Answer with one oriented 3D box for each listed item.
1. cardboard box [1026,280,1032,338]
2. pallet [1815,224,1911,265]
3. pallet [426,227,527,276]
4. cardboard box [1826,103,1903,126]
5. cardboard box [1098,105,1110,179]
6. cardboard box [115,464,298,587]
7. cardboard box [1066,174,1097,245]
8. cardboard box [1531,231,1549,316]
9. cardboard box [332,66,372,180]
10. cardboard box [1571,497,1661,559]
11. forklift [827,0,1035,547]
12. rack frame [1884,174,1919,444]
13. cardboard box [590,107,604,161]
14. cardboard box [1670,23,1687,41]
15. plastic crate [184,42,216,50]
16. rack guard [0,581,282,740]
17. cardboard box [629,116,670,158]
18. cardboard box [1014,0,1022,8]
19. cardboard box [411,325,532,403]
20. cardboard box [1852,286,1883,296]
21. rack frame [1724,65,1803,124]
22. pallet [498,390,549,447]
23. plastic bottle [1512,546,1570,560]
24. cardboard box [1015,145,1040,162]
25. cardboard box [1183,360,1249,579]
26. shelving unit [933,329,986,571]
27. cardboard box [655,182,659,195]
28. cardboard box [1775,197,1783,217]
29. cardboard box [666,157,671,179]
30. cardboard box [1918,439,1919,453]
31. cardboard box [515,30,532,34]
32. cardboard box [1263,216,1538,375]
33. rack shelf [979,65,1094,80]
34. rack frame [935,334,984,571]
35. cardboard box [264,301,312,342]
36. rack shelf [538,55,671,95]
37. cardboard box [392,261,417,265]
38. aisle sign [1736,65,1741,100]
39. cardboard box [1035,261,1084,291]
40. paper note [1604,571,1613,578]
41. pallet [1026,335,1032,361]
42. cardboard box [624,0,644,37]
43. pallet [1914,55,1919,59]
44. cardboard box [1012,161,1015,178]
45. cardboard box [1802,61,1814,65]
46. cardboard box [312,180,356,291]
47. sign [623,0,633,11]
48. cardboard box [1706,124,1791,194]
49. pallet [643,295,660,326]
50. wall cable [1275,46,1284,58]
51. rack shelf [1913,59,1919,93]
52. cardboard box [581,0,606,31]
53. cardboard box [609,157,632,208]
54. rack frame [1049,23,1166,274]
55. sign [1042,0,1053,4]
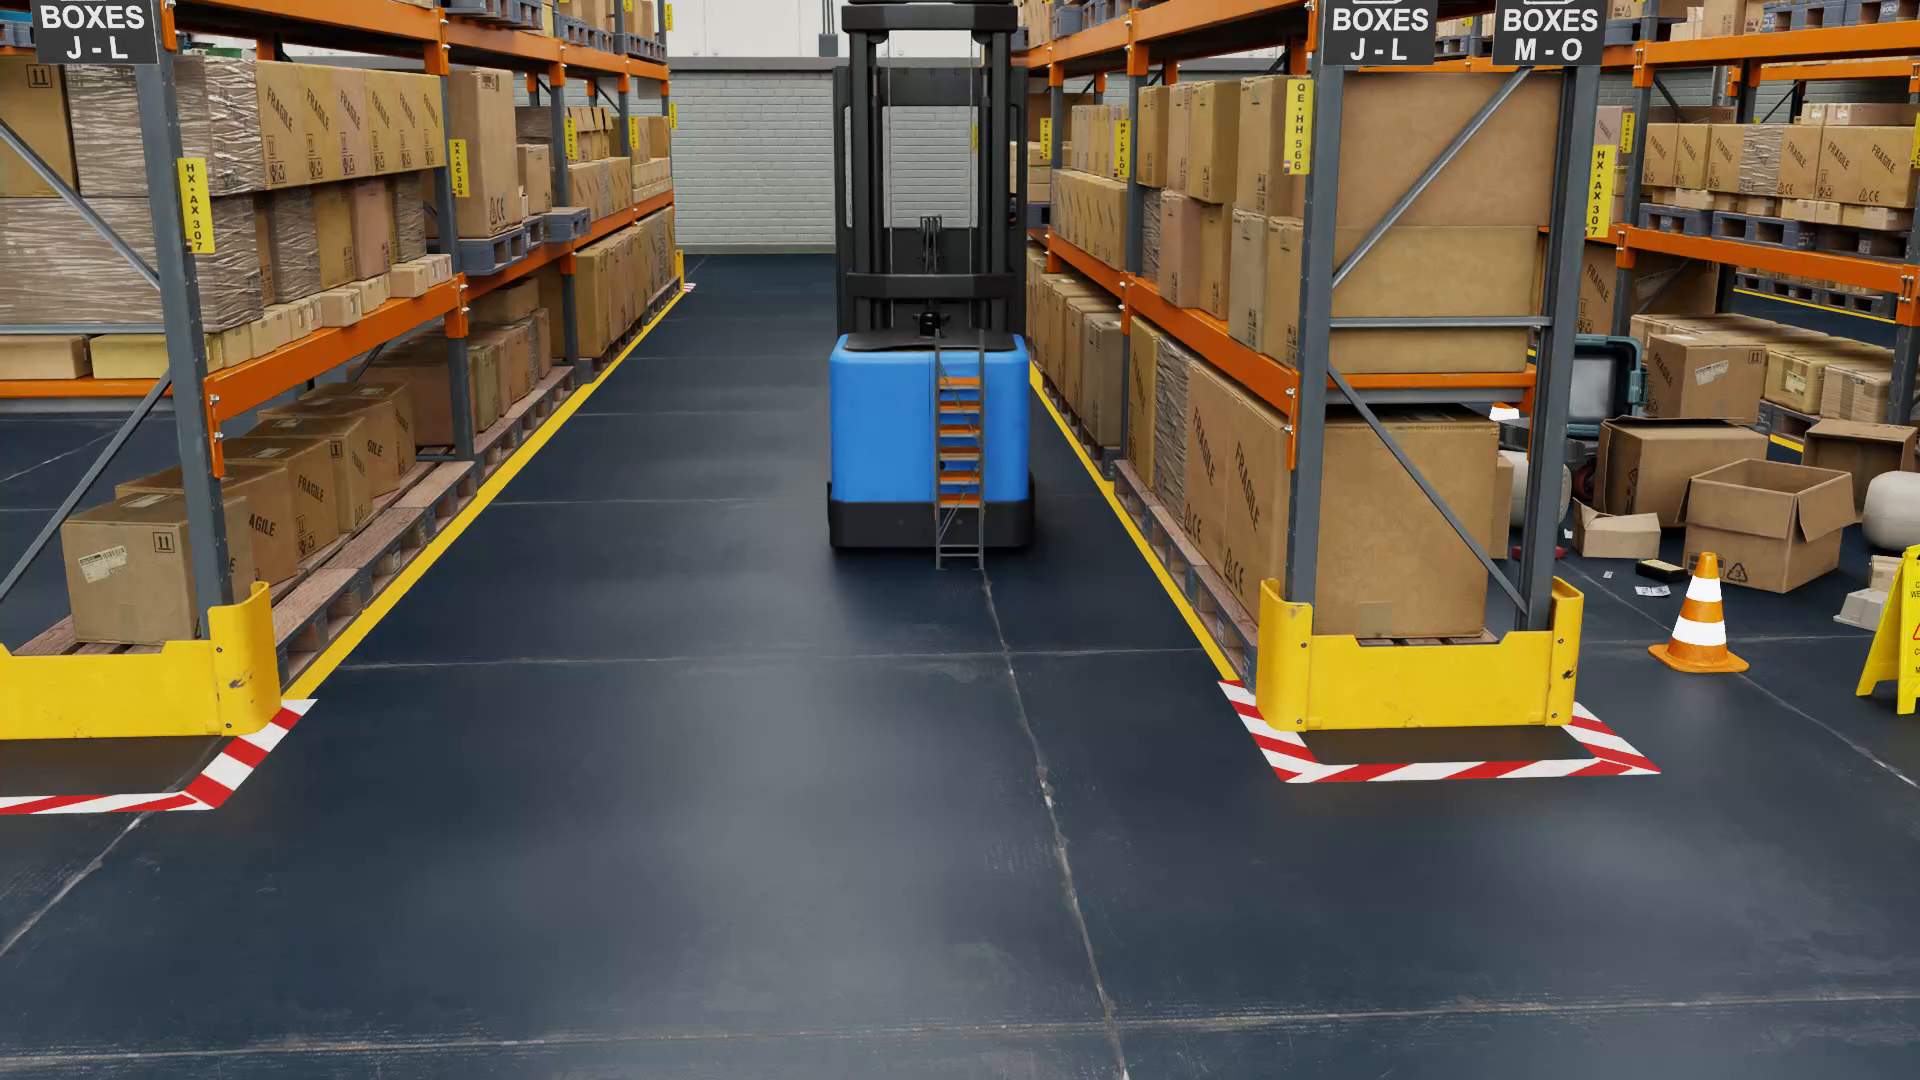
[{"bbox_3d":[0.870,-2.194,15.707,0.500,0.500,0.500,-2,15,-6],"label":"cardboard box"},{"bbox_3d":[6.529,-1.987,11.115,1.003,0.211,1.213,-1,14,-3],"label":"pallet"},{"bbox_3d":[-3.362,-1.834,10.520,1.003,0.211,1.213,-1,14,-3],"label":"pallet"},{"bbox_3d":[6.121,-2.880,11.259,0.380,0.149,0.250,-1,14,-5],"label":"cardboard box"},{"bbox_3d":[1.365,-2.821,11.765,0.700,0.500,0.500,-1,14,-4],"label":"cardboard box"},{"bbox_3d":[-3.305,-0.036,7.322,0.500,0.500,0.500,3,15,11],"label":"cardboard box"},{"bbox_3d":[1.072,-2.462,12.373,0.500,0.500,0.500,-1,14,-3],"label":"cardboard box"},{"bbox_3d":[6.117,-2.674,16.821,0.875,0.875,0.875,0,14,-2],"label":"cardboard box"},{"bbox_3d":[-3.068,-1.931,7.706,0.500,0.500,0.500,-1,14,-3],"label":"cardboard box"},{"bbox_3d":[3.442,-0.063,8.738,0.396,0.266,0.258,2,15,6],"label":"cardboard box"},{"bbox_3d":[-0.164,-1.689,9.708,1.130,2.935,3.031,0,14,0],"label":"forklift"},{"bbox_3d":[6.431,-1.888,10.343,1.000,3.000,0.127,-1,14,-3],"label":"rack frame"},{"bbox_3d":[-3.877,-3.929,16.063,0.797,0.503,0.637,-1,14,-3],"label":"cardboard box"},{"bbox_3d":[6.033,-4.133,13.552,0.380,0.149,0.250,-1,14,-3],"label":"cardboard box"},{"bbox_3d":[-9.401,-5.932,20.304,0.497,0.269,0.590,-1,14,-3],"label":"plastic crate"},{"bbox_3d":[-3.217,0.452,6.267,1.175,0.500,0.348,-1,14,-3],"label":"rack guard"},{"bbox_3d":[-3.911,-5.037,20.781,0.500,0.500,0.500,-1,14,-3],"label":"cardboard box"},{"bbox_3d":[0.915,-5.384,16.870,0.700,0.500,0.500,-1,14,-3],"label":"cardboard box"},{"bbox_3d":[-3.557,-1.287,12.142,0.700,0.500,0.500,0,14,1],"label":"cardboard box"},{"bbox_3d":[10.562,-2.912,19.201,0.380,0.149,0.250,-1,14,-5],"label":"cardboard box"},{"bbox_3d":[10.641,-4.950,22.244,1.000,3.000,0.127,-1,14,-3],"label":"rack frame"},{"bbox_3d":[-3.588,-0.882,12.031,1.003,0.211,1.213,-1,14,-3],"label":"pallet"},{"bbox_3d":[3.029,0.063,8.660,0.283,0.061,0.133,-6,16,-23],"label":"plastic bottle"},{"bbox_3d":[0.702,-3.520,15.153,0.380,0.149,0.250,-1,14,-3],"label":"cardboard box"},{"bbox_3d":[1.580,-0.352,7.796,0.875,0.875,0.875,-1,14,-4],"label":"cardboard box"},{"bbox_3d":[-0.002,-0.448,8.362,0.258,1.200,0.189,0,14,0],"label":"shelving unit"},{"bbox_3d":[-3.758,-4.134,19.577,0.380,0.149,0.250,-1,14,-2],"label":"cardboard box"},{"bbox_3d":[6.161,-2.414,12.051,0.380,0.149,0.250,-1,14,-5],"label":"cardboard box"},{"bbox_3d":[-3.909,-4.674,20.877,0.500,0.250,0.500,-1,14,-4],"label":"cardboard box"},{"bbox_3d":[6.198,-0.609,10.047,0.500,0.250,0.500,-2,15,-6],"label":"cardboard box"},{"bbox_3d":[-3.361,-3.747,11.851,0.500,0.250,0.500,0,14,-2],"label":"cardboard box"},{"bbox_3d":[1.676,-0.956,6.419,0.875,0.550,0.550,-1,14,-3],"label":"cardboard box"},{"bbox_3d":[0.877,-5.377,19.330,1.077,0.370,4.000,-1,14,-3],"label":"rack shelf"},{"bbox_3d":[-0.001,-0.426,8.273,0.240,1.200,0.006,0,14,0],"label":"rack frame"},{"bbox_3d":[-3.033,-0.942,7.171,0.380,0.149,0.250,-1,14,-3],"label":"cardboard box"},{"bbox_3d":[-4.079,-5.326,19.130,1.077,0.370,4.000,-1,14,-3],"label":"rack shelf"},{"bbox_3d":[-3.192,-1.439,9.102,0.380,0.149,0.250,-1,14,-3],"label":"cardboard box"},{"bbox_3d":[10.344,-6.221,21.968,0.394,0.787,0.004,-1,14,-3],"label":"aisle sign"},{"bbox_3d":[0.945,-2.303,14.626,0.500,0.250,0.500,-1,14,-5],"label":"cardboard box"},{"bbox_3d":[3.247,0.174,8.331,0.032,0.001,0.123,7,16,26],"label":"paper note"},{"bbox_3d":[1.129,-1.928,16.094,1.003,0.211,1.213,-1,14,-3],"label":"pallet"},{"bbox_3d":[-3.984,-5.937,18.817,0.700,0.500,0.500,0,14,-1],"label":"cardboard box"},{"bbox_3d":[10.860,-5.153,17.392,1.213,0.211,1.003,-1,14,-3],"label":"pallet"},{"bbox_3d":[0.682,-3.443,15.454,0.380,0.149,0.250,-1,14,-2],"label":"cardboard box"},{"bbox_3d":[10.427,-5.815,20.092,0.380,0.149,0.250,-1,14,-3],"label":"cardboard box"},{"bbox_3d":[-3.377,-1.442,7.812,0.875,0.500,0.500,-1,14,-3],"label":"cardboard box"},{"bbox_3d":[-3.415,-5.591,17.046,0.100,0.325,0.005,-1,14,-3],"label":"sign"},{"bbox_3d":[6.059,-2.901,12.643,0.500,0.500,0.500,-1,14,-2],"label":"cardboard box"},{"bbox_3d":[-3.925,-2.564,18.569,1.003,0.211,1.213,-1,14,-3],"label":"pallet"},{"bbox_3d":[5.054,-9.188,26.676,0.463,3.000,0.029,-1,14,-3],"label":"wall cable"},{"bbox_3d":[11.013,-4.562,16.160,1.077,0.370,4.000,-1,14,-3],"label":"rack shelf"},{"bbox_3d":[-3.910,-5.285,16.483,0.700,0.500,0.500,-1,14,-2],"label":"cardboard box"},{"bbox_3d":[-3.654,-3.661,17.033,0.500,0.500,0.500,-1,14,-3],"label":"cardboard box"},{"bbox_3d":[1.249,-2.781,13.815,1.000,3.000,0.127,-1,14,-3],"label":"rack frame"},{"bbox_3d":[0.707,-4.476,13.346,0.100,0.325,0.005,-1,14,-3],"label":"sign"}]
